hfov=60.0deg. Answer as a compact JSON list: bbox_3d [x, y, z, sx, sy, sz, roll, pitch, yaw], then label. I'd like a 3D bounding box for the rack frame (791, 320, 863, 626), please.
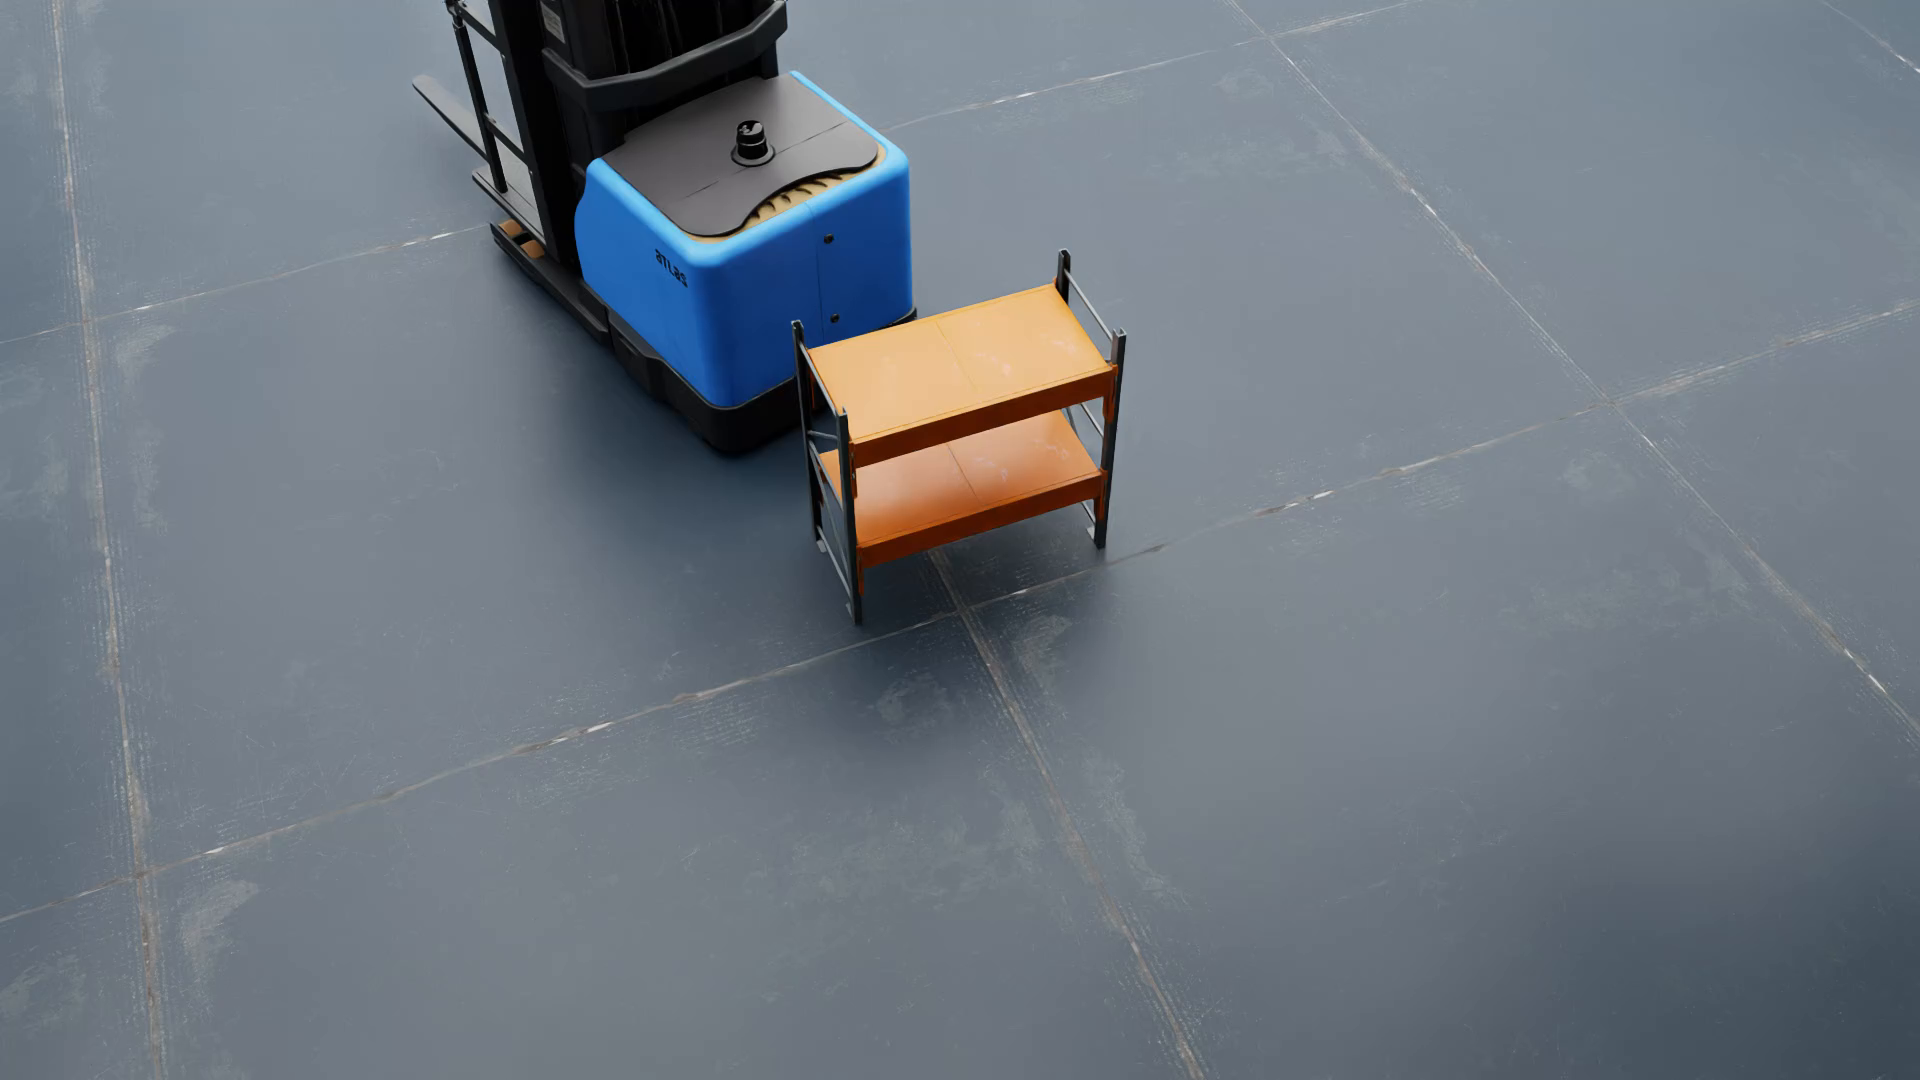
[{"bbox_3d":[-0.477,-0.219,6.037,0.032,1.125,0.500,-17,52,-14],"label":"rack frame"}]

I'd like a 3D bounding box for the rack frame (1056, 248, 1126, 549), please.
[{"bbox_3d":[0.464,-0.510,6.288,0.032,1.125,0.500,-17,52,-14],"label":"rack frame"}]

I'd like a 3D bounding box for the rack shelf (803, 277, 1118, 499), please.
[{"bbox_3d":[-0.006,-0.555,5.940,1.000,0.278,0.538,-17,52,-14],"label":"rack shelf"}]

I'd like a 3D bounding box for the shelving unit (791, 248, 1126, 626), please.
[{"bbox_3d":[-0.006,-0.365,6.162,1.048,1.125,0.538,-17,52,-14],"label":"shelving unit"}]

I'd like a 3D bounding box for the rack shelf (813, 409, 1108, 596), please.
[{"bbox_3d":[-0.006,-0.205,6.348,1.000,0.278,0.538,-17,52,-14],"label":"rack shelf"}]

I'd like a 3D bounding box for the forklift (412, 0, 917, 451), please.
[{"bbox_3d":[-1.507,-2.377,6.700,1.130,2.935,3.031,-32,56,-24],"label":"forklift"}]
